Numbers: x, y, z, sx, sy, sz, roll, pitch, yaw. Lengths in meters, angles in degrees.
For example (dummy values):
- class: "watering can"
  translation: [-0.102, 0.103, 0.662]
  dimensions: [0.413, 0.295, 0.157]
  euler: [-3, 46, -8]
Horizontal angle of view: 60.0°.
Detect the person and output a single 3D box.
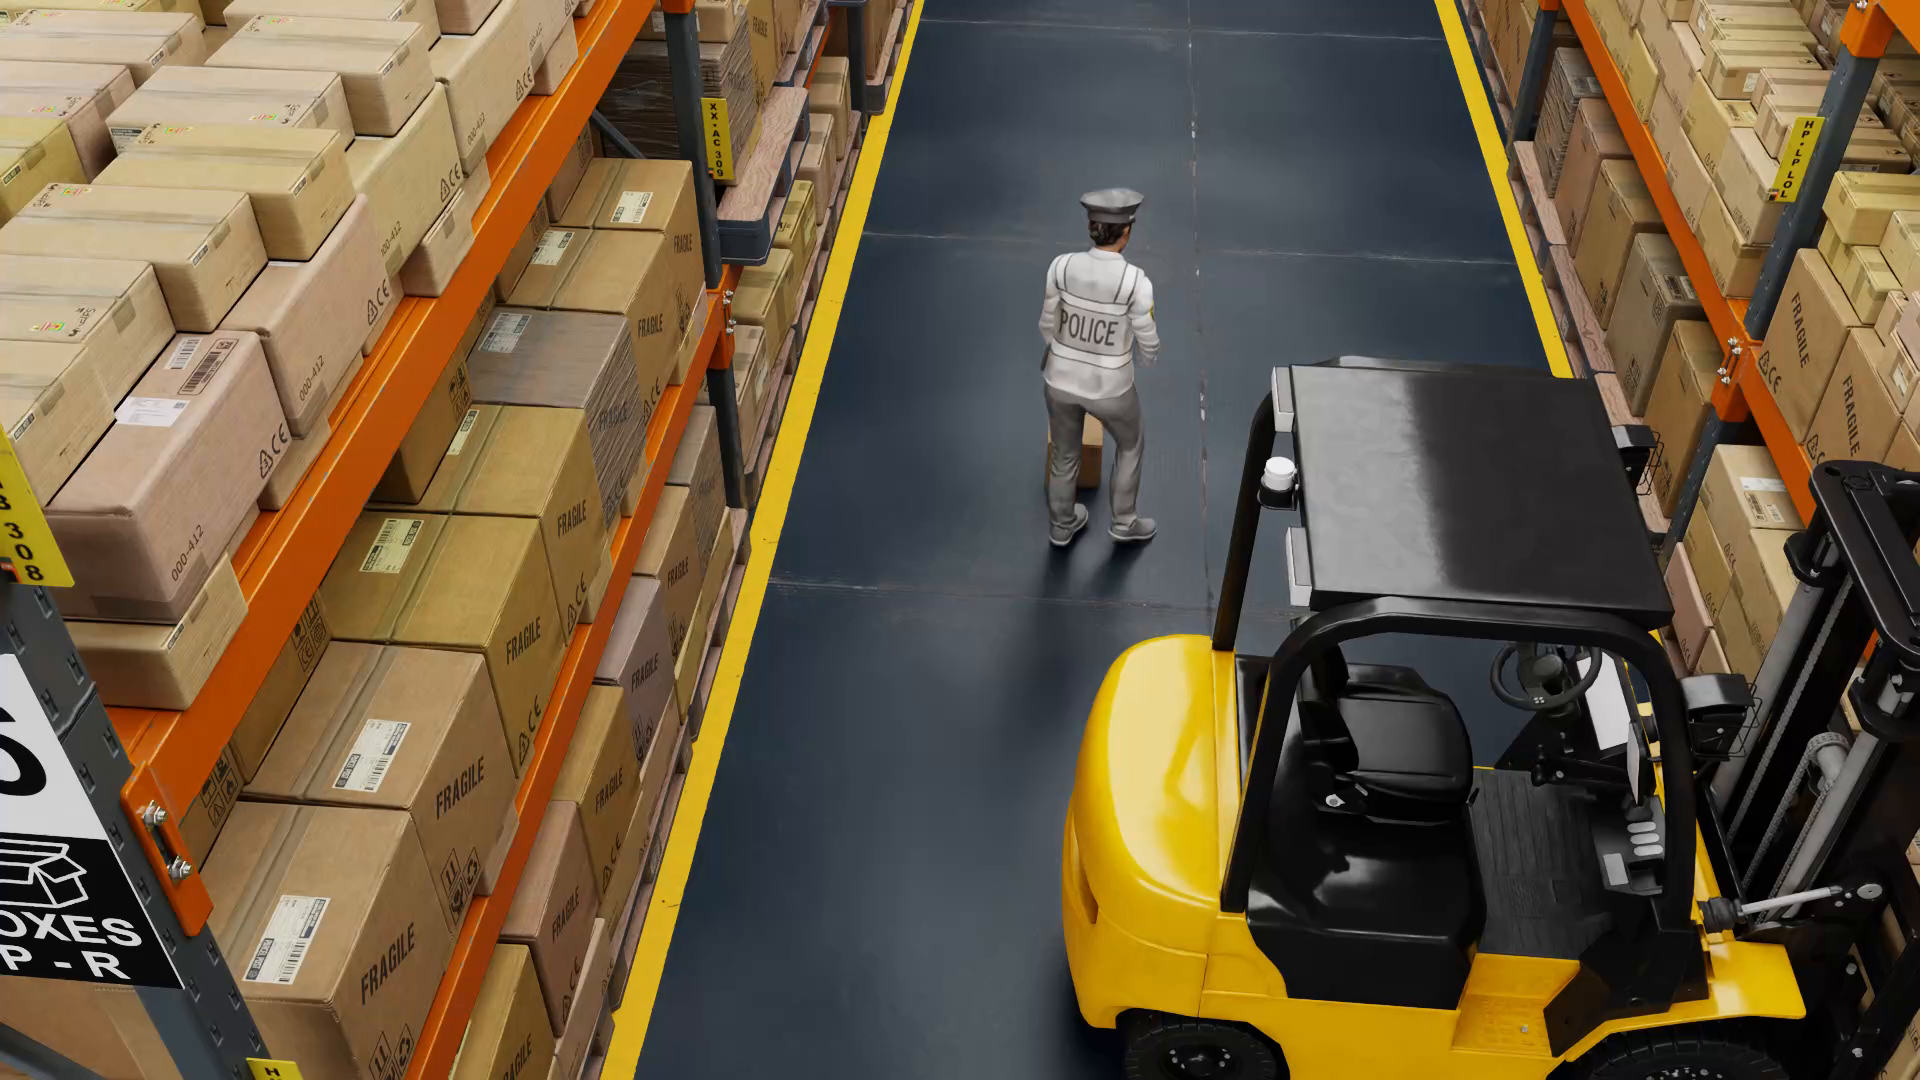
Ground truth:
- class: "person"
  translation: [0.591, -0.665, 6.937]
  dimensions: [0.537, 1.681, 0.518]
  euler: [15, 42, 17]
